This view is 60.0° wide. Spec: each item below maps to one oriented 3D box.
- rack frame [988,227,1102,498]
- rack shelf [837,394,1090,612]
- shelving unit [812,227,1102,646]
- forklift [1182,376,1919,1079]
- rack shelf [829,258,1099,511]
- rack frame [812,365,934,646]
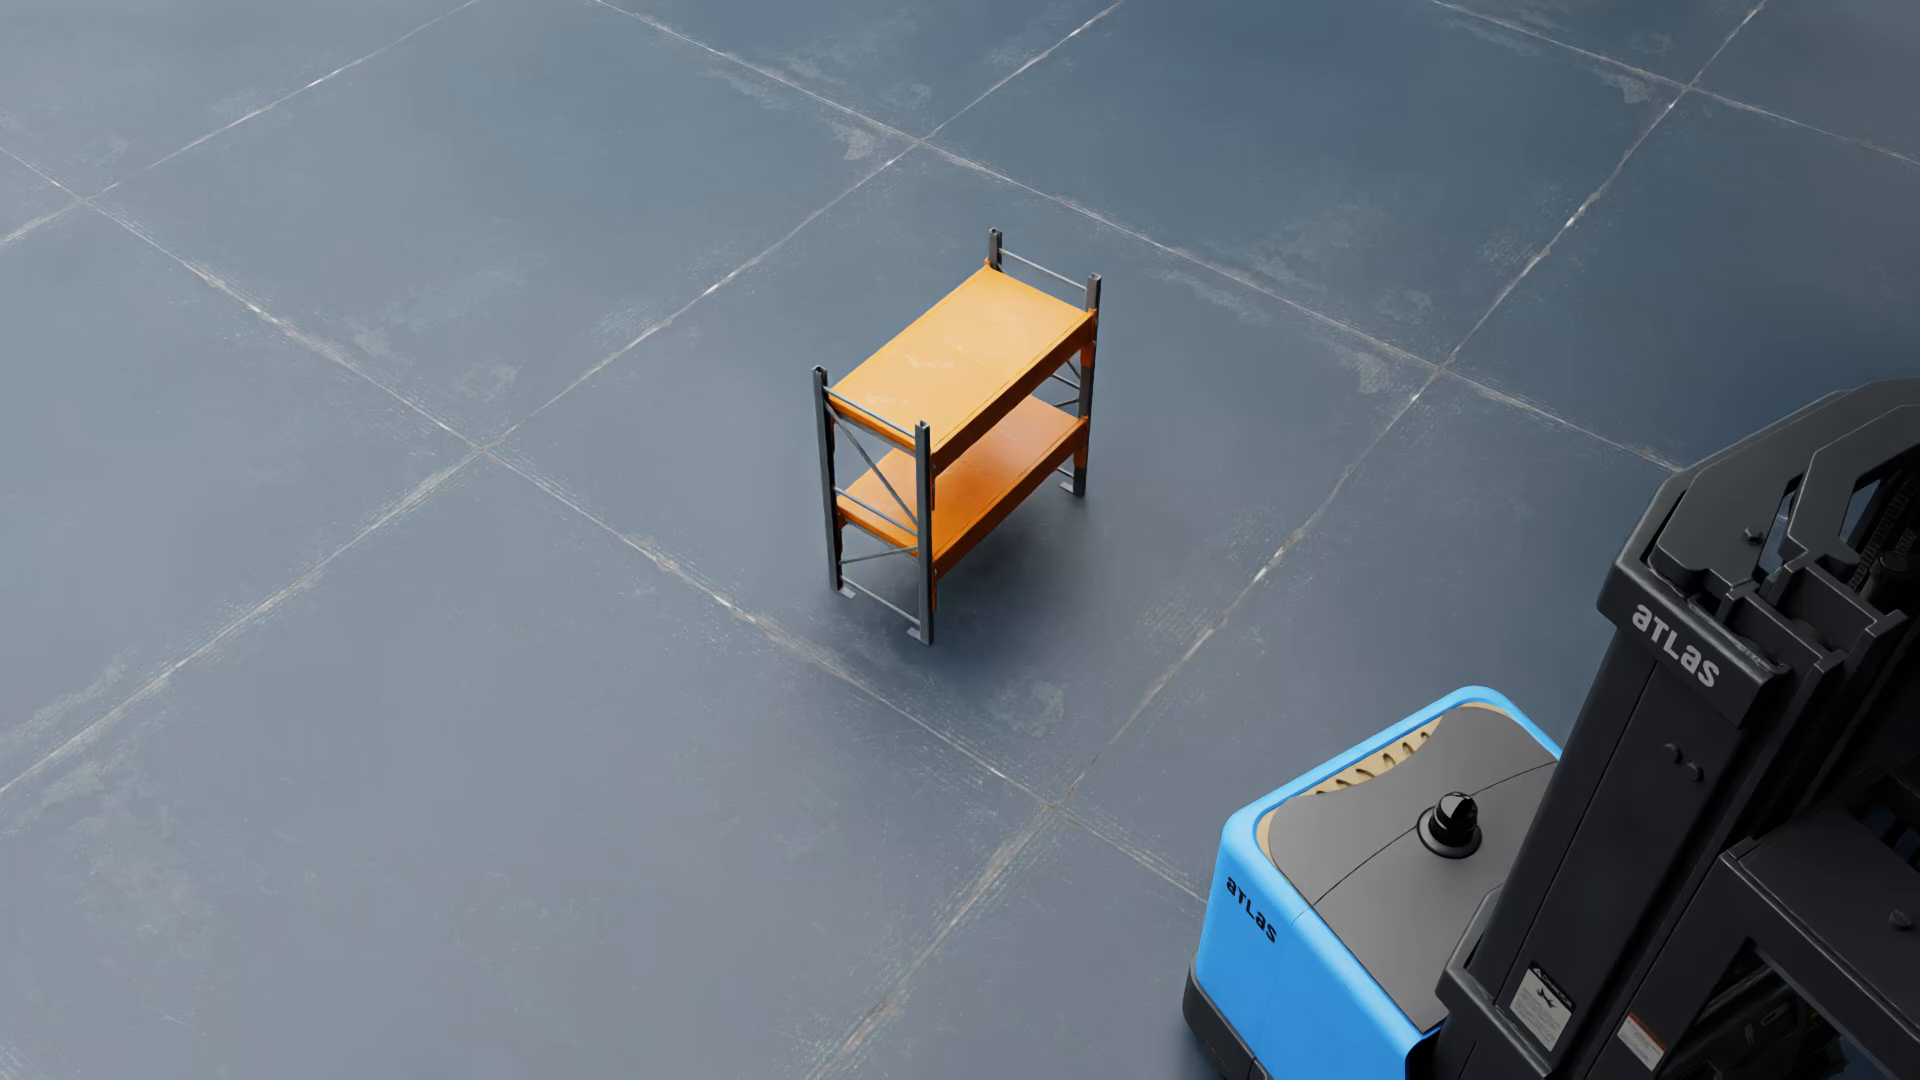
[{"bbox_3d":[0.315,-0.683,6.625,0.500,1.125,0.032,29,53,25],"label":"rack frame"},{"bbox_3d":[0.004,-0.224,6.524,0.538,0.278,1.000,29,53,25],"label":"rack shelf"},{"bbox_3d":[0.004,-0.392,6.347,0.538,1.125,1.048,29,53,25],"label":"shelving unit"},{"bbox_3d":[1.899,1.225,3.553,1.130,2.935,3.031,-24,51,-21],"label":"forklift"},{"bbox_3d":[0.004,-0.595,6.135,0.538,0.278,1.000,29,53,25],"label":"rack shelf"},{"bbox_3d":[-0.307,-0.102,6.069,0.500,1.125,0.032,29,53,25],"label":"rack frame"}]
